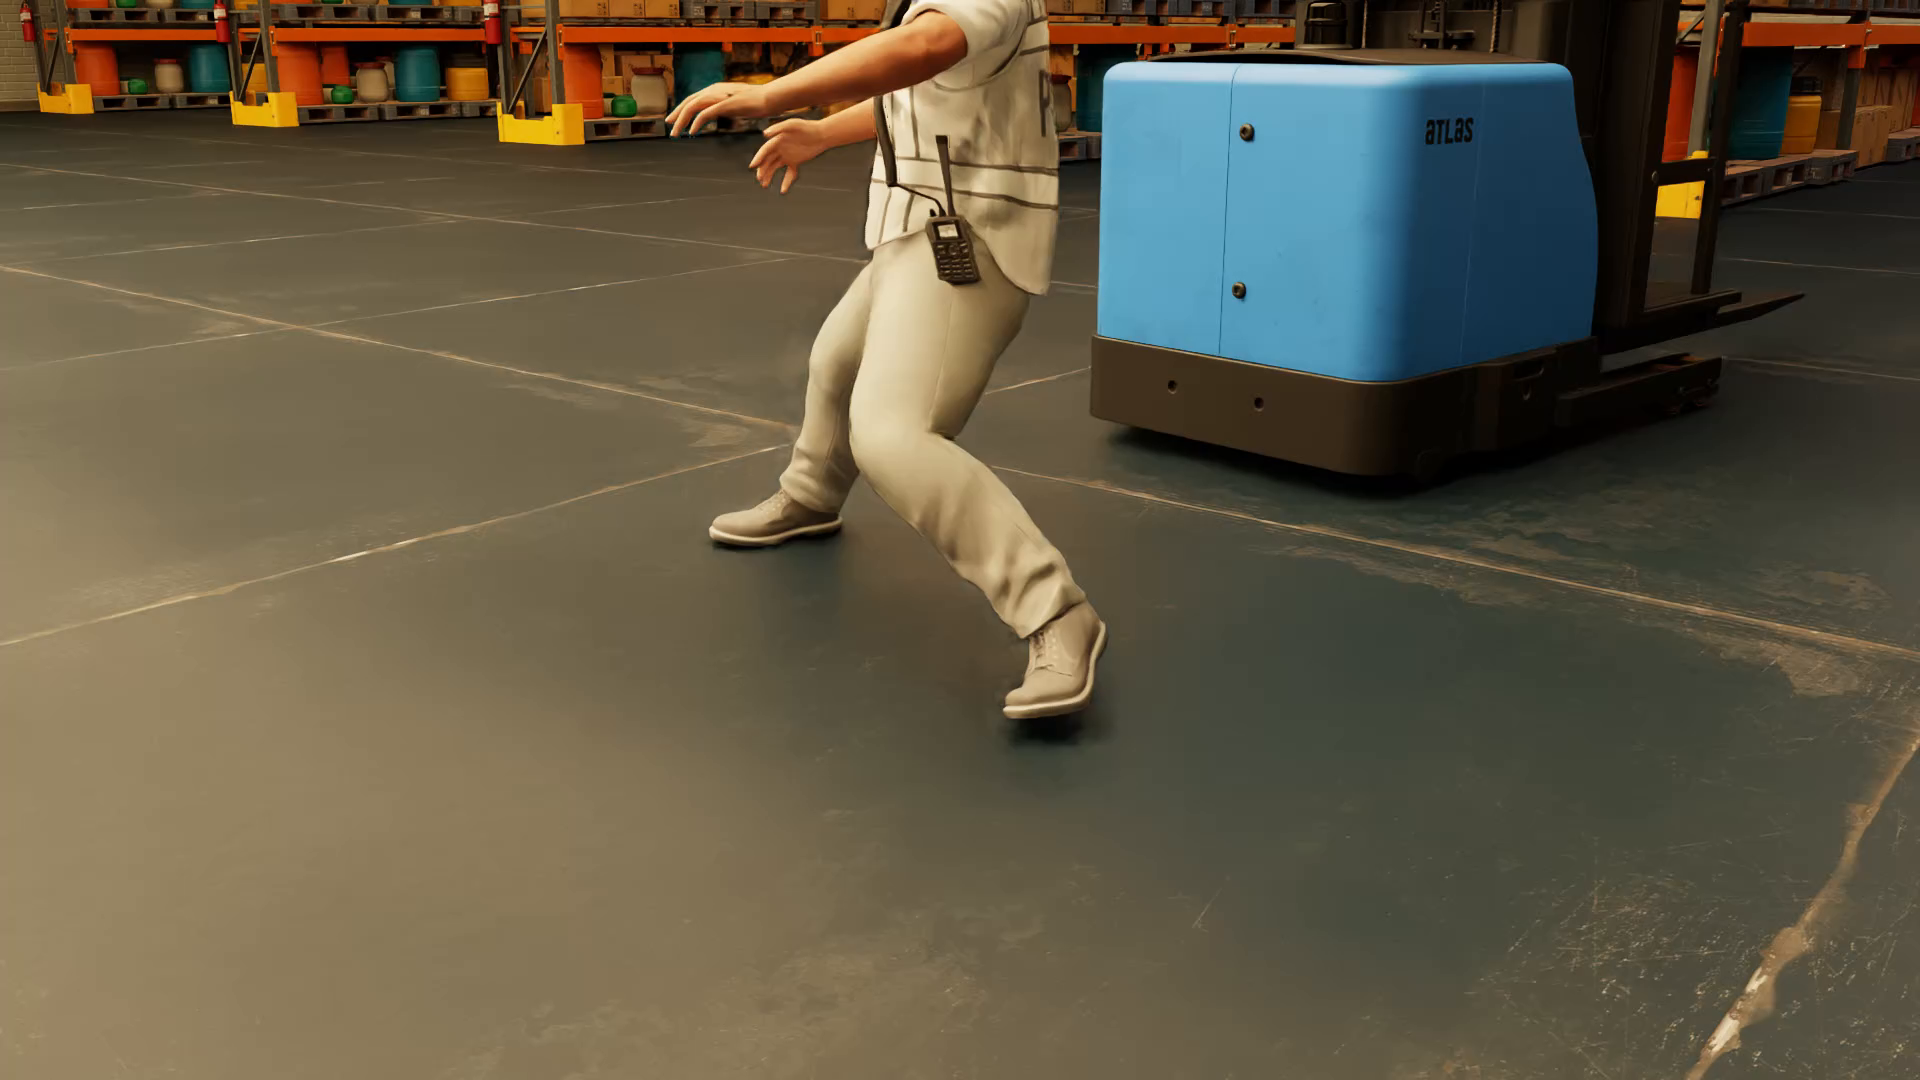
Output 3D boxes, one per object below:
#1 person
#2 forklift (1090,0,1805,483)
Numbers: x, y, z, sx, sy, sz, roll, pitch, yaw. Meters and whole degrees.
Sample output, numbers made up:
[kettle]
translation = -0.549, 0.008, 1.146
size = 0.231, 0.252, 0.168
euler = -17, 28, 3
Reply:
[person]
translation = -0.158, -0.587, 3.201
size = 0.838, 1.549, 1.320
euler = 0, 17, -1
[forklift]
translation = 1.816, -1.891, 5.125
size = 3.031, 2.935, 1.130
euler = -15, 22, -40
